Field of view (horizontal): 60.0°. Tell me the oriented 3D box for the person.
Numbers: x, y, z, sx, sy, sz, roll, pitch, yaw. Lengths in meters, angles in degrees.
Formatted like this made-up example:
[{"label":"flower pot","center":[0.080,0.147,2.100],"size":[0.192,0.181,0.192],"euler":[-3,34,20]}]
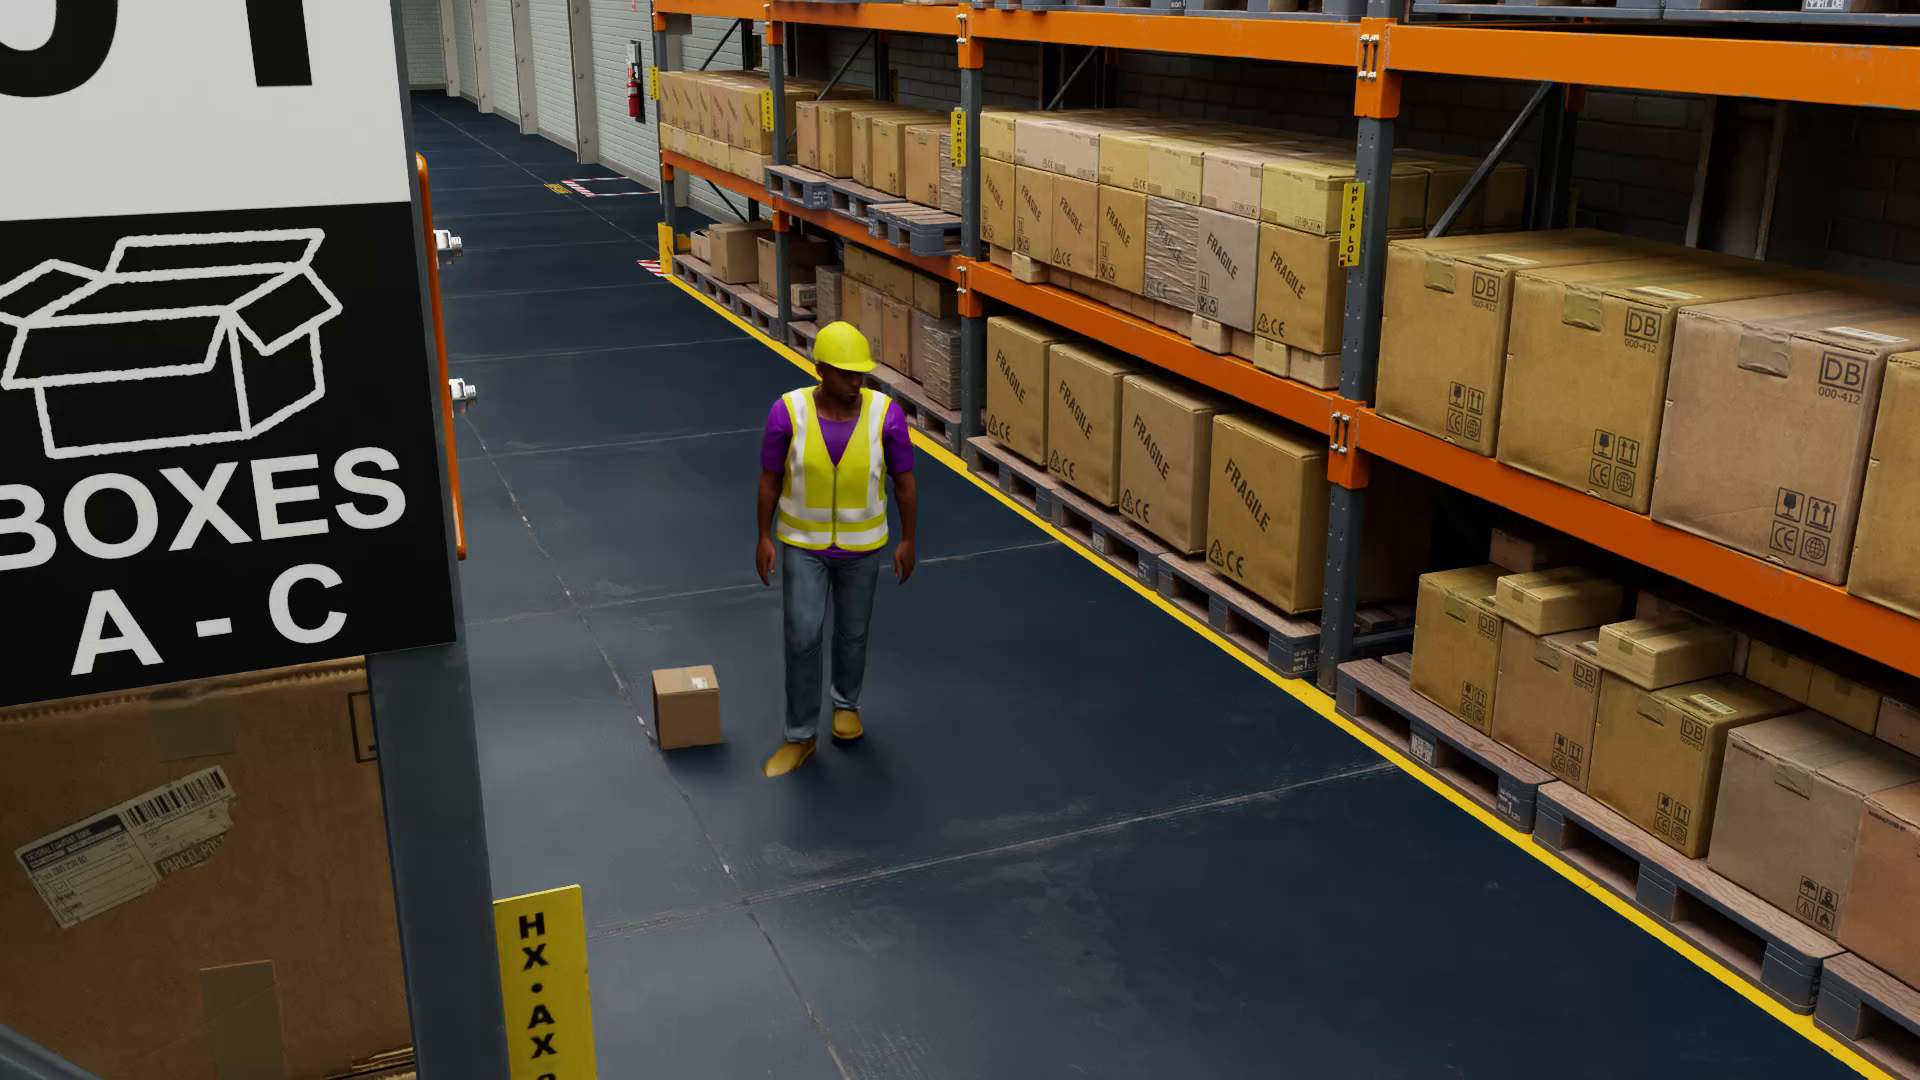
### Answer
[{"label":"person","center":[-0.490,0.022,6.517],"size":[0.647,1.812,0.542],"euler":[-2,19,-7]}]
